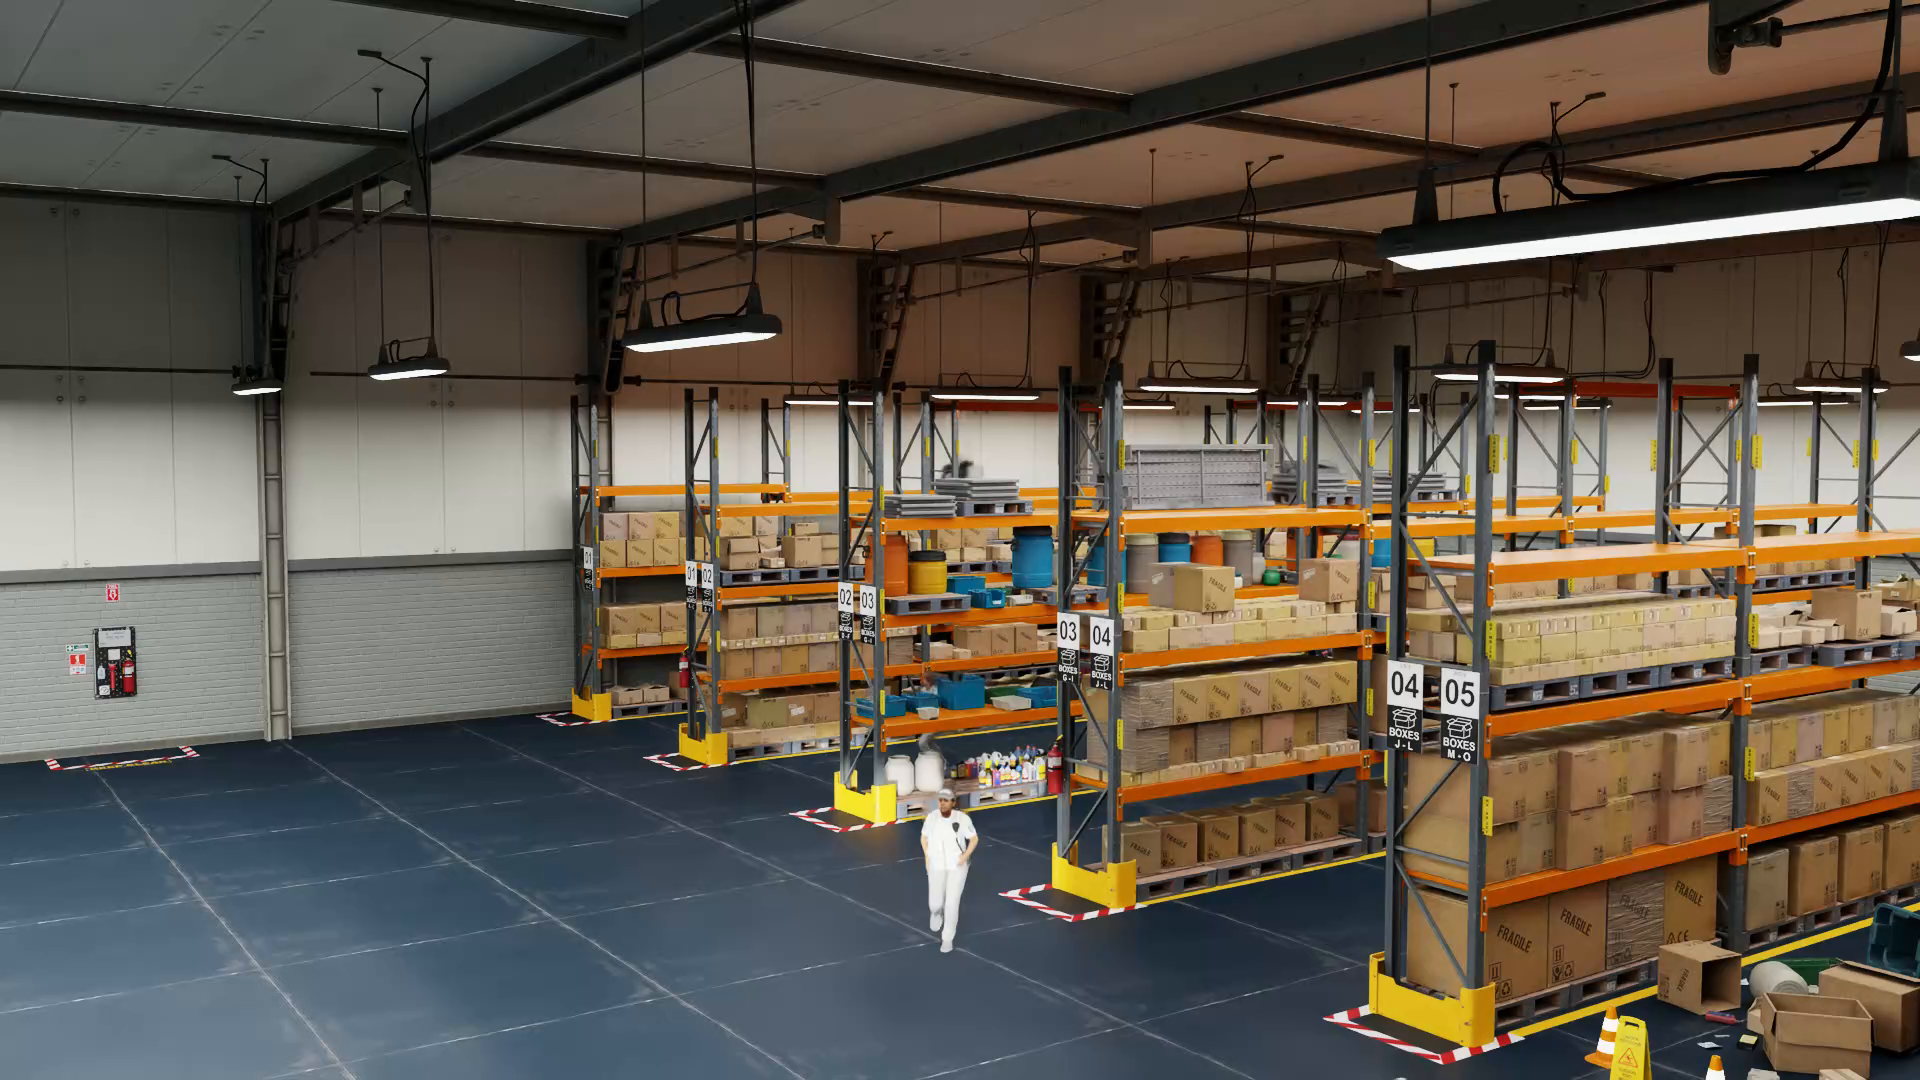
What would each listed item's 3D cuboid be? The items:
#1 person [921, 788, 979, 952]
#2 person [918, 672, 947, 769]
[{"bbox_3d":[-0.109,3.346,16.990,0.602,1.630,0.601,1,3,9],"label":"person"},{"bbox_3d":[-0.470,2.842,25.410,0.683,1.648,0.526,-2,4,-32],"label":"person"}]
